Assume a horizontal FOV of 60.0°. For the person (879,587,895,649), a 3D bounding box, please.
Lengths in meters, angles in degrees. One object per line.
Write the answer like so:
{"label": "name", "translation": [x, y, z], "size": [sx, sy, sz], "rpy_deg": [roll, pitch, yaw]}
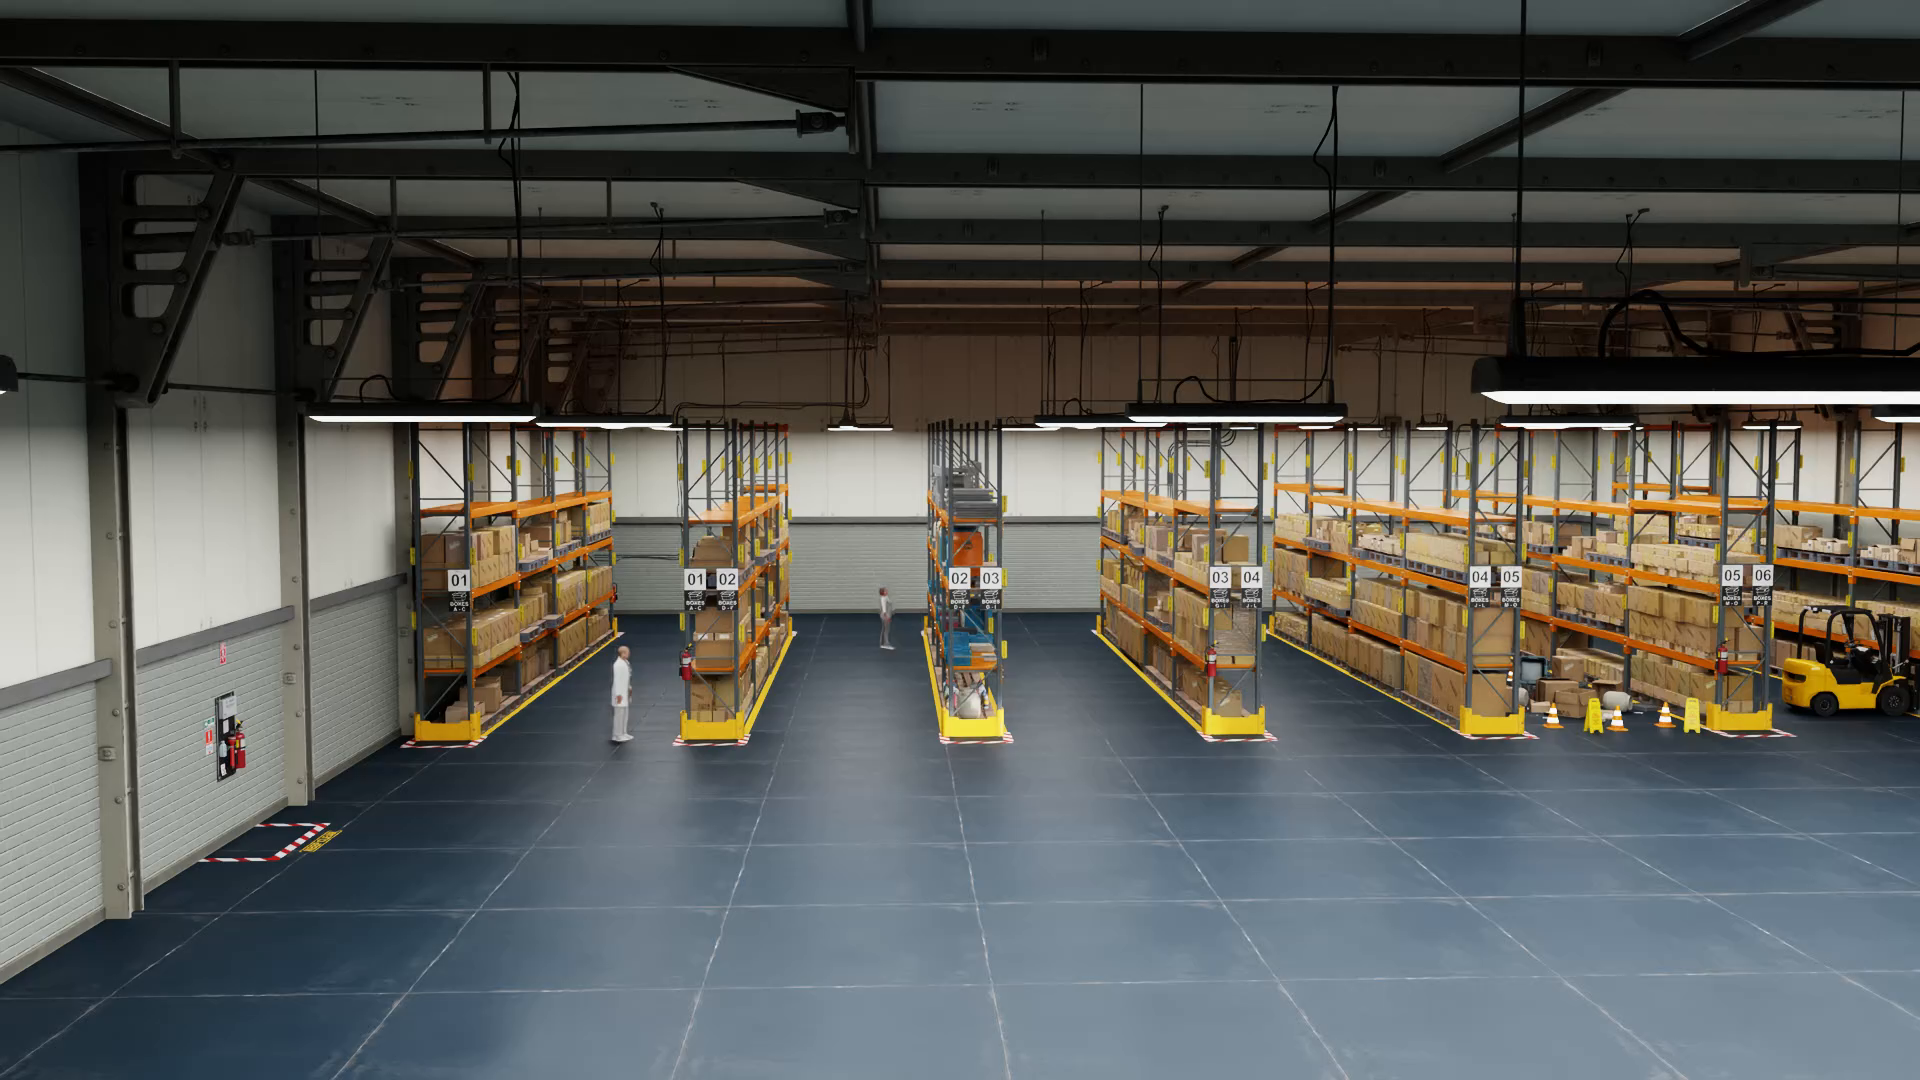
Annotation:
{"label": "person", "translation": [-1.885, 2.065, 43.048], "size": [0.384, 1.517, 0.463], "rpy_deg": [0, 4, -5]}

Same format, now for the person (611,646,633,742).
{"label": "person", "translation": [-6.289, 2.851, 30.926], "size": [0.389, 1.784, 0.589], "rpy_deg": [0, 4, 7]}

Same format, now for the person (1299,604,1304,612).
{"label": "person", "translation": [10.293, 1.686, 49.356], "size": [0.592, 1.786, 0.545], "rpy_deg": [0, 4, 0]}

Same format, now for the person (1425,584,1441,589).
{"label": "person", "translation": [13.973, 1.708, 49.333], "size": [0.518, 1.743, 0.578], "rpy_deg": [-1, 4, -20]}

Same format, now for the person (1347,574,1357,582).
{"label": "person", "translation": [11.080, 1.835, 47.034], "size": [0.443, 1.775, 0.659], "rpy_deg": [2, 4, 28]}
